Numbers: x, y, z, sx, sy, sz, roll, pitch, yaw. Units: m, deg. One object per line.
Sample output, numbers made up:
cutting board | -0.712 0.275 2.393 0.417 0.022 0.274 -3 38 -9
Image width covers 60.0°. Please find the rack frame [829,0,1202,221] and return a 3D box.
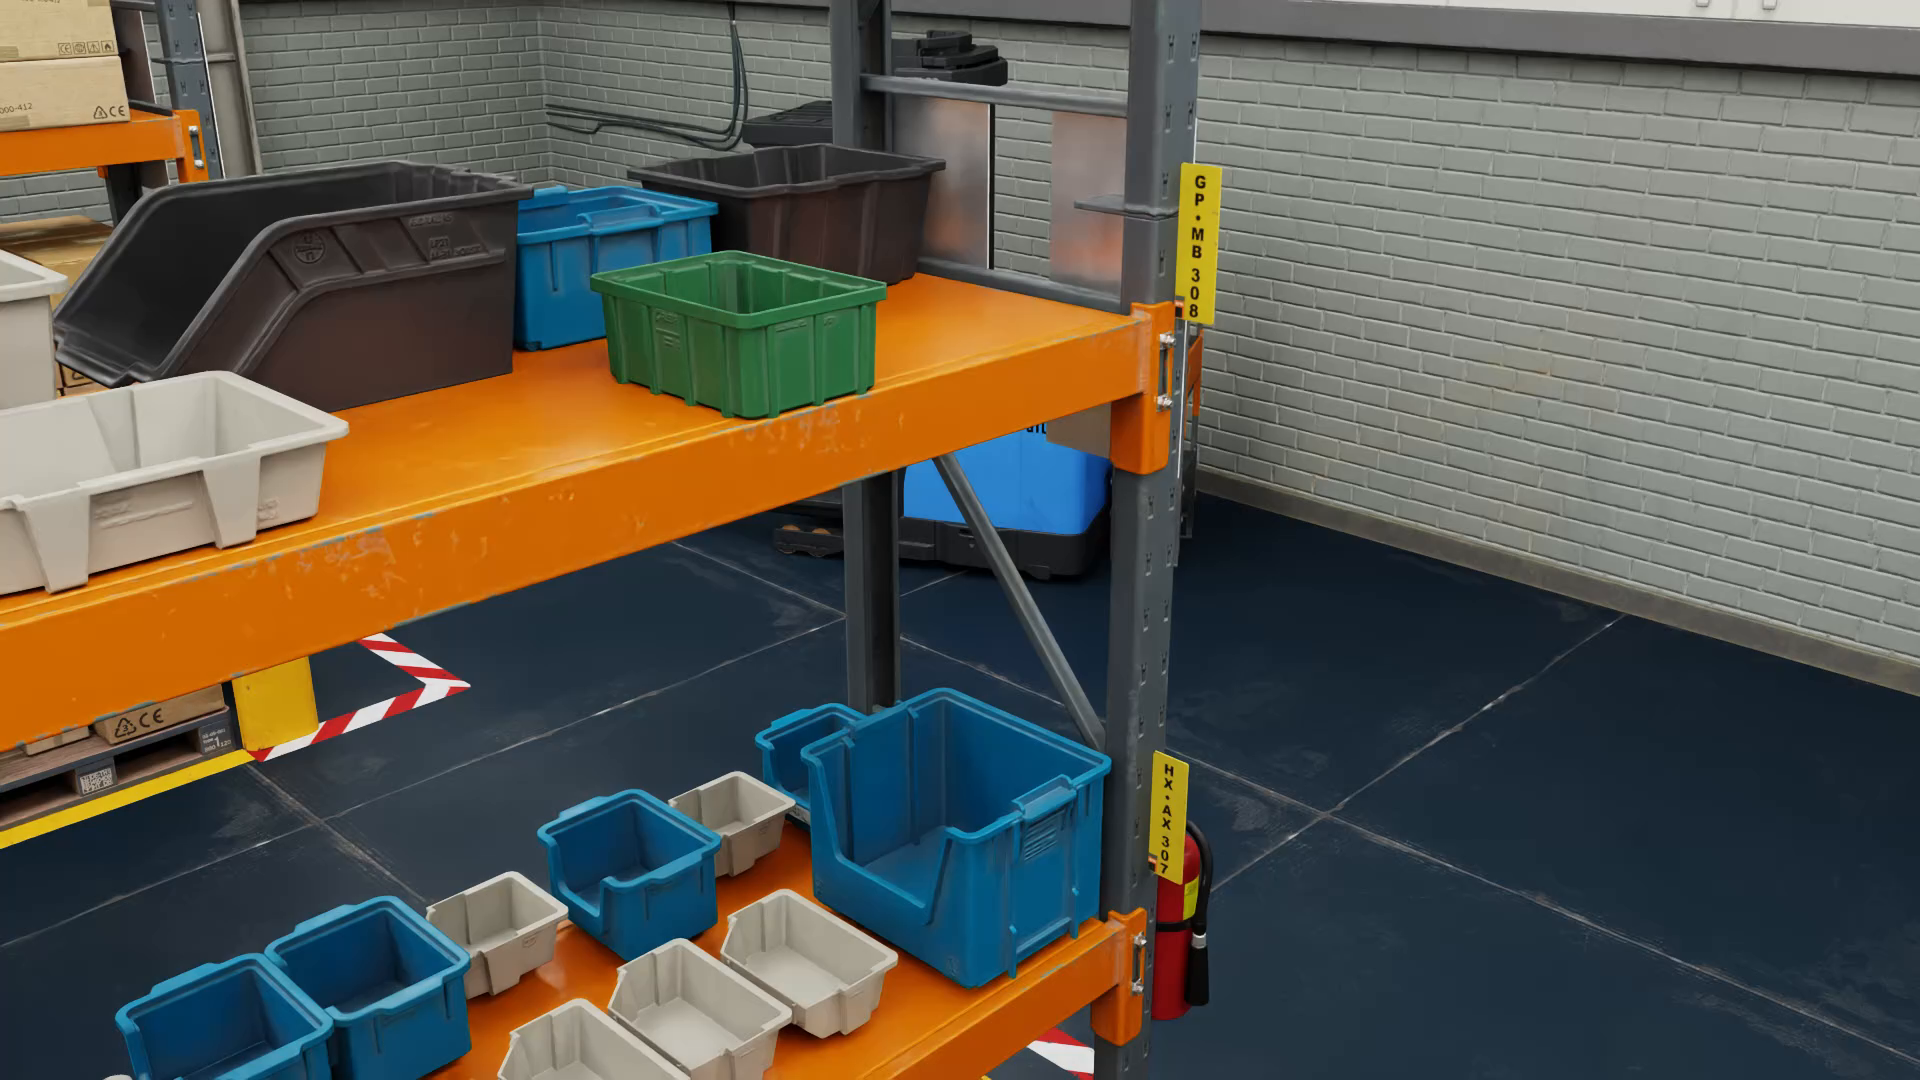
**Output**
rack frame | 0.088 -2.197 3.248 1.000 3.000 0.127 19 28 41

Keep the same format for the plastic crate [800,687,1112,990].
plastic crate | -0.011 0.691 3.962 0.616 0.435 0.499 19 28 41

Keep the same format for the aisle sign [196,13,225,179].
aisle sign | -3.191 -1.792 6.932 0.394 0.787 0.004 19 28 41

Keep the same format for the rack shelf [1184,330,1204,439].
rack shelf | 1.145 -0.916 9.568 0.431 0.518 0.480 6 22 16

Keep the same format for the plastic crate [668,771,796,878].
plastic crate | -0.603 0.741 4.250 0.250 0.136 0.298 19 28 41

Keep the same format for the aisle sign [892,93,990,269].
aisle sign | -0.074 -0.703 4.100 0.394 0.787 0.004 19 28 41

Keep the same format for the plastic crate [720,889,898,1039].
plastic crate | -0.351 0.953 3.698 0.396 0.136 0.243 19 28 41

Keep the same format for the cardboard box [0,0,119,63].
cardboard box | -3.634 -2.005 6.442 0.500 0.250 0.500 19 28 41

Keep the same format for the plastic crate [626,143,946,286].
plastic crate | -0.380 -0.707 3.734 0.497 0.269 0.590 19 28 41

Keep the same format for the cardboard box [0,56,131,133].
cardboard box | -3.627 -1.770 6.526 0.500 0.250 0.500 19 28 41

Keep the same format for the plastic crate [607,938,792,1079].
plastic crate | -0.563 1.024 3.513 0.396 0.136 0.243 19 28 41

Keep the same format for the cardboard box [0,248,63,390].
cardboard box | -3.923 -0.838 6.540 0.500 0.500 0.500 -19 28 -41

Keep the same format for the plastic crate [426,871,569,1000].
plastic crate | -1.076 0.915 3.796 0.250 0.136 0.298 19 28 41

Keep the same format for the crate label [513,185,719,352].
crate label | -0.787 -0.571 3.406 0.408 0.251 0.502 19 28 41

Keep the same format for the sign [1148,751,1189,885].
sign | 0.494 0.660 3.948 0.100 0.325 0.005 19 28 41

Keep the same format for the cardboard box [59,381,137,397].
cardboard box | -3.575 -0.501 7.058 0.500 0.500 0.500 -19 28 -40

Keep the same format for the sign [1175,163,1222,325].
sign | 0.494 -0.615 3.458 0.100 0.325 0.005 19 28 41

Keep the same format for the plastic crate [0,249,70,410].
plastic crate | -1.679 -0.249 2.526 0.437 0.282 0.530 19 28 41

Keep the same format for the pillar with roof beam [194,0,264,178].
pillar with roof beam | -2.662 -4.510 9.265 9.100 9.000 0.400 19 28 41

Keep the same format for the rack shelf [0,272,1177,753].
rack shelf | -1.307 0.053 2.578 1.077 0.370 4.000 19 28 41

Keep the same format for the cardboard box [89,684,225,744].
cardboard box | -3.661 0.525 7.398 0.500 0.500 0.500 19 28 41

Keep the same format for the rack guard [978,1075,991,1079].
rack guard | 0.096 1.760 4.798 1.175 0.500 0.348 19 28 41

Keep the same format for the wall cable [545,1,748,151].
wall cable | -2.808 -4.592 13.806 3.097 2.526 0.112 19 28 41

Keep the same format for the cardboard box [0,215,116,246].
cardboard box | -3.956 -1.103 7.230 0.500 0.500 0.500 -19 28 -40

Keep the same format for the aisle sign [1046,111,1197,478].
aisle sign | 0.349 -0.556 3.716 0.394 0.787 0.004 19 28 41

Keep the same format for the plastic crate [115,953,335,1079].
plastic crate | -1.448 1.050 3.312 0.416 0.233 0.300 19 28 41

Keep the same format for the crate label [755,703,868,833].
crate label | -0.320 0.634 4.393 0.416 0.233 0.303 19 28 41

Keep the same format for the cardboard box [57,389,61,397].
cardboard box | -3.935 -0.367 6.709 0.500 0.500 0.500 20 28 41

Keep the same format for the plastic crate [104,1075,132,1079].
plastic crate | -1.703 1.204 3.046 0.293 0.136 0.466 19 28 41

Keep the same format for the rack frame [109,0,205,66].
rack frame | -3.458 -3.438 6.476 1.000 3.000 0.127 19 28 41

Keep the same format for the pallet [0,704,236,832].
pallet | -4.066 0.889 7.468 1.003 0.211 1.213 19 28 41

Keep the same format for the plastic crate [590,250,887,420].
plastic crate | -0.395 -0.373 2.979 0.450 0.188 0.336 19 28 41

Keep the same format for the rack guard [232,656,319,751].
rack guard | -3.511 0.549 7.950 1.175 0.500 0.348 19 28 41

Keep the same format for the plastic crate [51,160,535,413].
plastic crate | -1.174 -0.444 2.955 0.504 0.338 0.767 19 28 41

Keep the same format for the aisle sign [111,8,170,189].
aisle sign | -3.621 -1.942 7.323 0.394 0.787 0.004 19 28 41

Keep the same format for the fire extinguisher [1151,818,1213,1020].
fire extinguisher | 0.519 0.888 4.210 0.296 0.674 0.183 19 28 41

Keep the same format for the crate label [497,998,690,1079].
crate label | -0.740 1.102 3.311 0.396 0.136 0.243 19 28 41

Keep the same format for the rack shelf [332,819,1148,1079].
rack shelf | -1.307 1.453 3.116 1.077 0.370 4.000 19 28 41

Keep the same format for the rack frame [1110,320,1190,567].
rack frame | 1.074 -0.845 9.345 0.400 2.100 0.015 6 22 16

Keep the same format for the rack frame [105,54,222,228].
rack frame | -3.458 -0.638 7.553 1.000 3.000 0.127 19 28 41

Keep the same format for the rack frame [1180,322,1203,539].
rack frame | 1.216 -1.012 9.781 0.400 2.100 0.015 6 22 16

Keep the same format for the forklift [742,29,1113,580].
forklift | -0.595 -1.438 9.730 3.031 2.935 1.130 7 22 17

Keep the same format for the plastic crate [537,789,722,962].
plastic crate | -0.779 0.804 3.953 0.416 0.233 0.300 19 28 41

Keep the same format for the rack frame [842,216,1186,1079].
rack frame | 0.088 0.603 4.325 1.000 3.000 0.127 19 28 41

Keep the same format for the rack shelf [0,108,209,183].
rack shelf | -4.853 -1.188 5.806 1.077 0.370 4.000 19 28 41

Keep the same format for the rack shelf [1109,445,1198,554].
rack shelf | 1.145 -0.262 9.819 0.431 0.518 0.480 6 22 16

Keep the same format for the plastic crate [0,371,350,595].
plastic crate | -1.175 -0.081 2.290 0.437 0.136 0.530 19 28 41

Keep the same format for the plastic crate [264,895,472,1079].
plastic crate | -1.238 0.973 3.513 0.416 0.233 0.300 19 28 41

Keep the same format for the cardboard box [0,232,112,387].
cardboard box | -3.571 -0.968 6.878 0.500 0.500 0.500 19 28 40

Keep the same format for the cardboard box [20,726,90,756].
cardboard box | -4.008 0.763 7.246 0.380 0.166 0.250 19 28 41

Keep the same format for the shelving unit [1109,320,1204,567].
shelving unit | 1.145 -0.928 9.563 0.431 2.100 0.503 6 22 16
